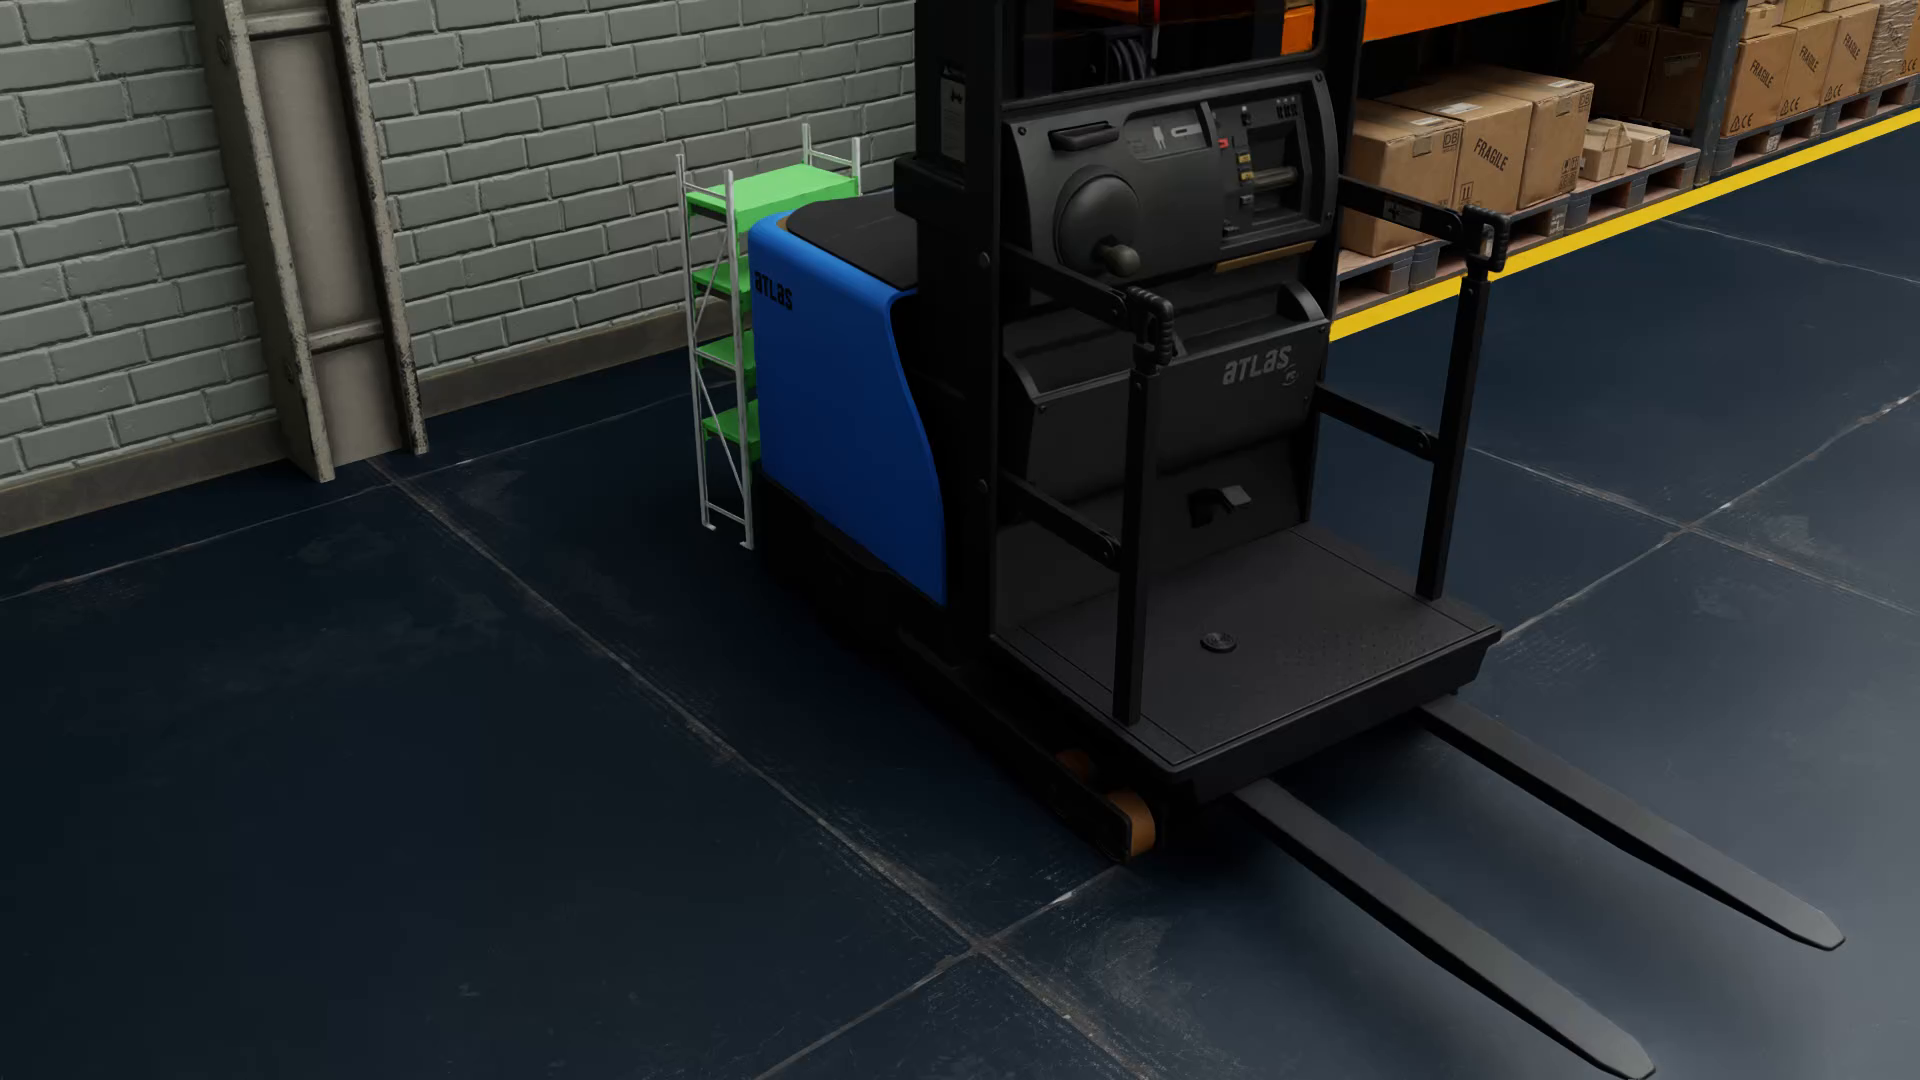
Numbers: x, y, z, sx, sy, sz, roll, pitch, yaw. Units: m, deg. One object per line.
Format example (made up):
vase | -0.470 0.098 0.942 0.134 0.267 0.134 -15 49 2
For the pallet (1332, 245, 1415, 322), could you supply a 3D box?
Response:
pallet | 1.190 -1.169 7.213 1.213 0.211 1.003 -22 35 -35

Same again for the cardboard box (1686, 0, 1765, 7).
cardboard box | 3.976 -2.891 8.680 0.250 0.149 0.380 -23 35 -36

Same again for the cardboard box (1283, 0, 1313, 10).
cardboard box | 1.118 -2.117 6.295 0.250 0.149 0.380 -21 35 -34

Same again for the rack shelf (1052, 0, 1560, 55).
rack shelf | 2.048 -2.426 7.370 4.000 0.370 1.077 -22 35 -35

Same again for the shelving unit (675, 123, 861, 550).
shelving unit | -0.563 -0.622 5.136 0.258 1.200 0.503 25 37 37

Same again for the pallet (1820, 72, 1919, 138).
pallet | 5.093 -2.762 10.195 1.213 0.211 1.003 -22 35 -35

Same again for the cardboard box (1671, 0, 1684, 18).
cardboard box | 3.859 -3.022 9.241 0.250 0.149 0.380 -22 35 -35

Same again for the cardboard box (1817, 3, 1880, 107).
cardboard box | 4.865 -2.822 9.555 0.500 0.500 0.500 -23 36 -36

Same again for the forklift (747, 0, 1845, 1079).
forklift | 0.631 -0.806 3.649 1.130 2.935 3.031 -18 33 -30

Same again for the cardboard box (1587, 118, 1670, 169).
cardboard box | 3.337 -2.007 8.402 0.250 0.149 0.380 -23 36 -36

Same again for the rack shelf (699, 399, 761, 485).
rack shelf | -0.565 -0.355 5.282 0.258 0.148 0.480 25 37 37

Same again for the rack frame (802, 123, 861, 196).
rack frame | -0.395 -0.705 5.293 0.240 1.200 0.015 25 37 37

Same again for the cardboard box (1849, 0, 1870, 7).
cardboard box | 4.968 -3.160 9.498 0.250 0.149 0.380 -20 34 -33

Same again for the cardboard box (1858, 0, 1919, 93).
cardboard box | 5.264 -2.979 9.848 0.500 0.500 0.500 -23 36 -37

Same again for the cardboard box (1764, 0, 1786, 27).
cardboard box | 4.176 -2.850 8.919 0.250 0.149 0.380 -23 36 -36

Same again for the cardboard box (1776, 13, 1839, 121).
cardboard box | 4.482 -2.671 9.272 0.500 0.500 0.500 -22 35 -36

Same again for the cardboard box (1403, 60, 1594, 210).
cardboard box | 2.519 -1.932 7.889 0.500 0.500 0.700 -23 36 -37

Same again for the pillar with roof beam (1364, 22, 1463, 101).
pillar with roof beam | 5.249 -4.567 4.249 0.400 9.000 9.100 -22 35 -35

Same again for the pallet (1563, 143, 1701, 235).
pallet | 3.047 -1.915 8.610 1.213 0.211 1.003 -22 35 -35

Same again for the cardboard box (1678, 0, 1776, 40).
cardboard box | 4.015 -2.738 8.709 0.250 0.149 0.380 -20 34 -33

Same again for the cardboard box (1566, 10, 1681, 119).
cardboard box | 3.751 -2.694 9.315 0.500 0.500 0.500 -22 35 -35

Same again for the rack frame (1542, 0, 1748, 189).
rack frame | 3.570 -3.355 8.345 0.127 3.000 1.000 -22 35 -35

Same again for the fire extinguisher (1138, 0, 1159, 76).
fire extinguisher | 0.715 -1.722 5.767 0.183 0.674 0.296 -22 35 -35

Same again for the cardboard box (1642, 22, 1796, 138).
cardboard box | 4.084 -2.505 8.961 0.500 0.500 0.500 -20 34 -33

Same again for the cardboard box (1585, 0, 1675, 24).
cardboard box | 3.663 -2.939 9.086 0.250 0.149 0.380 -24 36 -37

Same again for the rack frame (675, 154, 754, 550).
rack frame | -0.730 -0.538 4.980 0.240 1.200 0.015 25 37 37

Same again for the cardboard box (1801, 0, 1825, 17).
cardboard box | 4.563 -3.022 9.240 0.250 0.149 0.380 -23 35 -36

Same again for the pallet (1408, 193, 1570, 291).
pallet | 2.118 -1.540 7.908 1.213 0.211 1.003 -22 35 -35

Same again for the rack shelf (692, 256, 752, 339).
rack shelf | -0.561 -0.776 5.052 0.258 0.148 0.480 25 37 37

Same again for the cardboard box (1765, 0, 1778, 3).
cardboard box | 4.182 -2.966 8.820 0.250 0.149 0.380 -24 36 -37

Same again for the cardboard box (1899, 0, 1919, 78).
cardboard box | 5.647 -3.144 10.158 0.500 0.500 0.500 -20 34 -33

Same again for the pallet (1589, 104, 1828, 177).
pallet | 4.164 -2.387 9.493 1.213 0.211 1.003 -22 35 -35

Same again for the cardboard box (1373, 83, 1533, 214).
cardboard box | 2.196 -1.740 7.531 0.500 0.500 0.500 -21 35 -34

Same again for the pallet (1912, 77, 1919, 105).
pallet | 6.020 -3.134 10.890 1.213 0.211 1.003 -22 35 -35

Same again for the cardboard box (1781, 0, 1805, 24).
cardboard box | 4.364 -2.933 9.074 0.250 0.149 0.380 -24 36 -37

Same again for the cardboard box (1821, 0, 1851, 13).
cardboard box | 4.778 -3.085 9.358 0.250 0.149 0.380 -22 35 -35

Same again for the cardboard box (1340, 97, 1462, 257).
cardboard box | 1.729 -1.614 7.295 0.500 0.500 0.700 -20 34 -33

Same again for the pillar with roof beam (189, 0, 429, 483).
pillar with roof beam | 0.685 -2.732 0.814 0.400 9.000 9.100 -22 35 -35

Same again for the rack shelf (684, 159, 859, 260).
rack shelf | -0.559 -0.987 4.937 0.258 0.148 0.480 25 37 37

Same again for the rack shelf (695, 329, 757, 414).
rack shelf | -0.563 -0.565 5.167 0.258 0.148 0.480 25 37 37

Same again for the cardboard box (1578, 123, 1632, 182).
cardboard box | 3.065 -1.949 8.170 0.258 0.266 0.396 -20 34 -33
